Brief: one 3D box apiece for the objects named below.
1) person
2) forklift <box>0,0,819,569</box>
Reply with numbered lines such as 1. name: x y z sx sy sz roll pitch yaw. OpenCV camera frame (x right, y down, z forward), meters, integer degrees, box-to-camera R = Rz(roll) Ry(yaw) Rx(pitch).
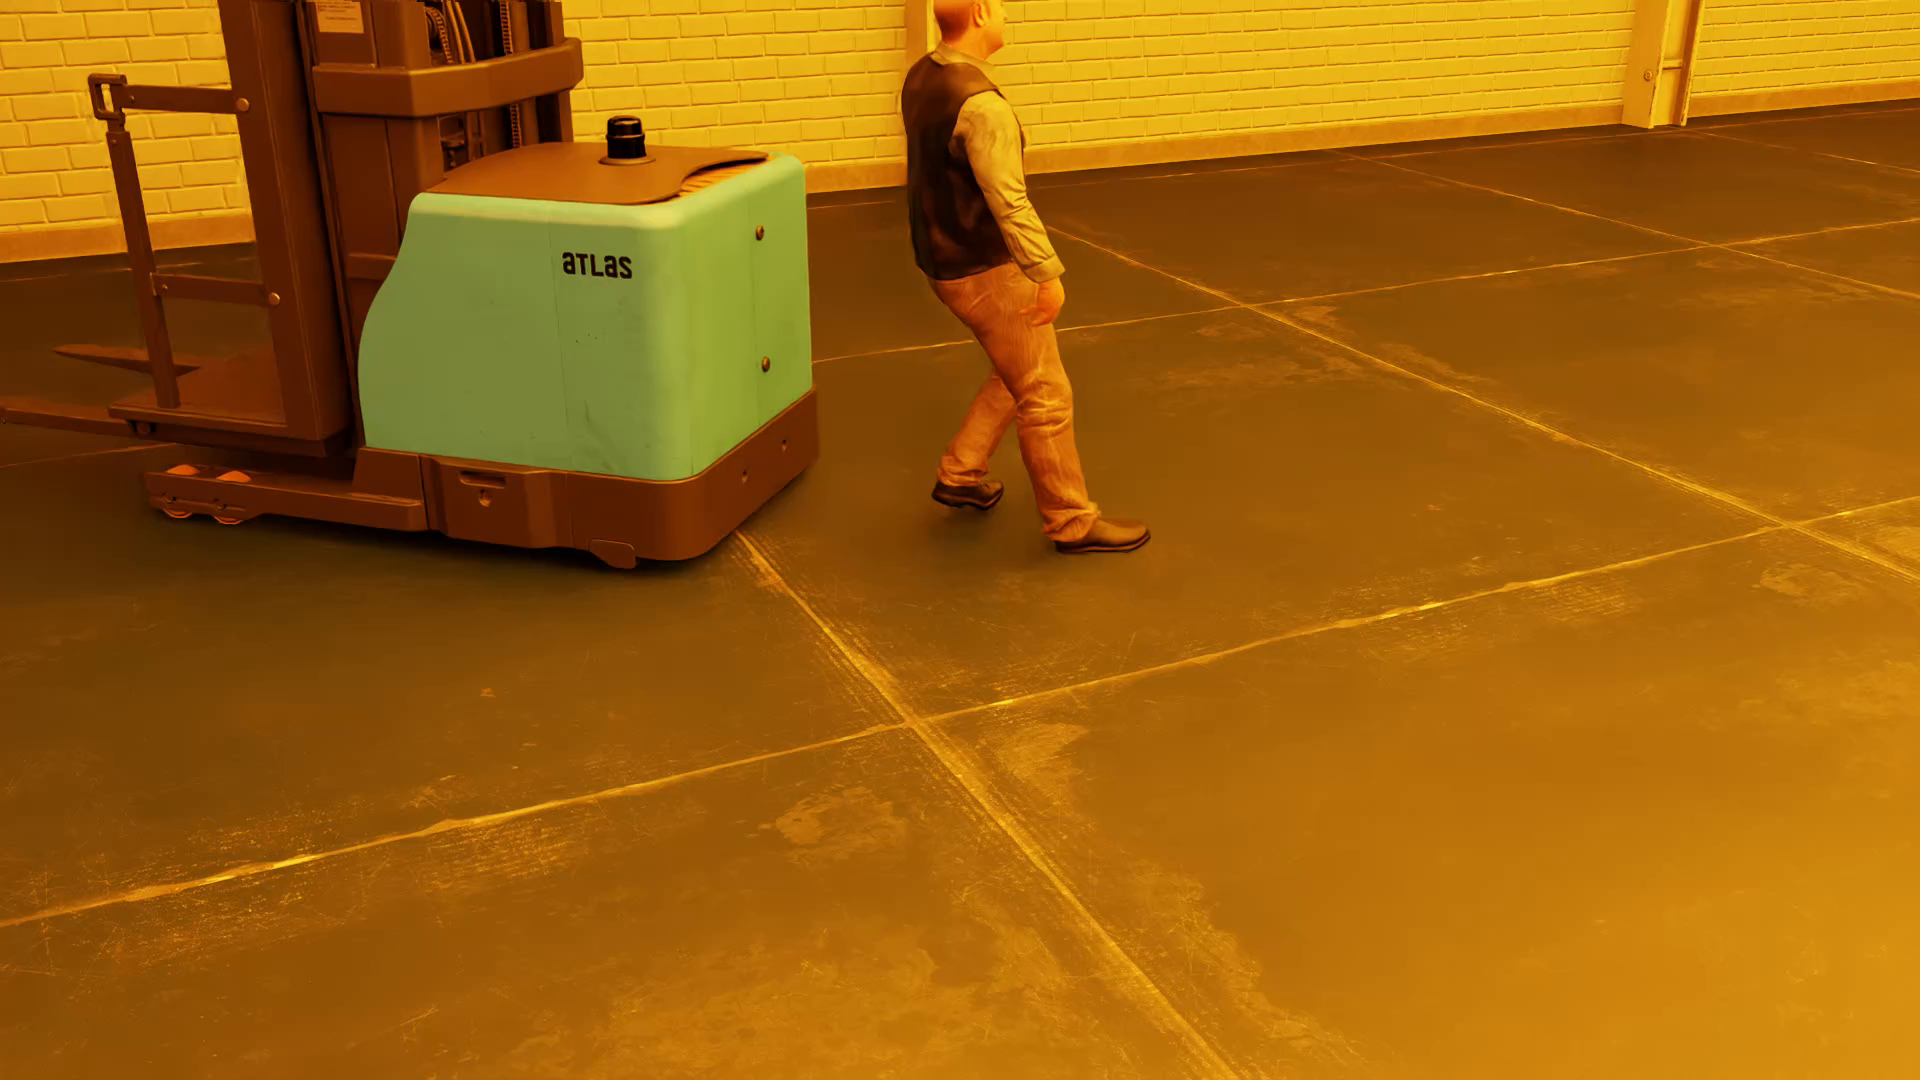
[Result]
1. person: 0.186 -0.821 4.941 0.665 1.679 0.687 -6 23 -14
2. forklift: -2.049 -1.584 5.098 3.031 2.935 1.130 7 24 16
